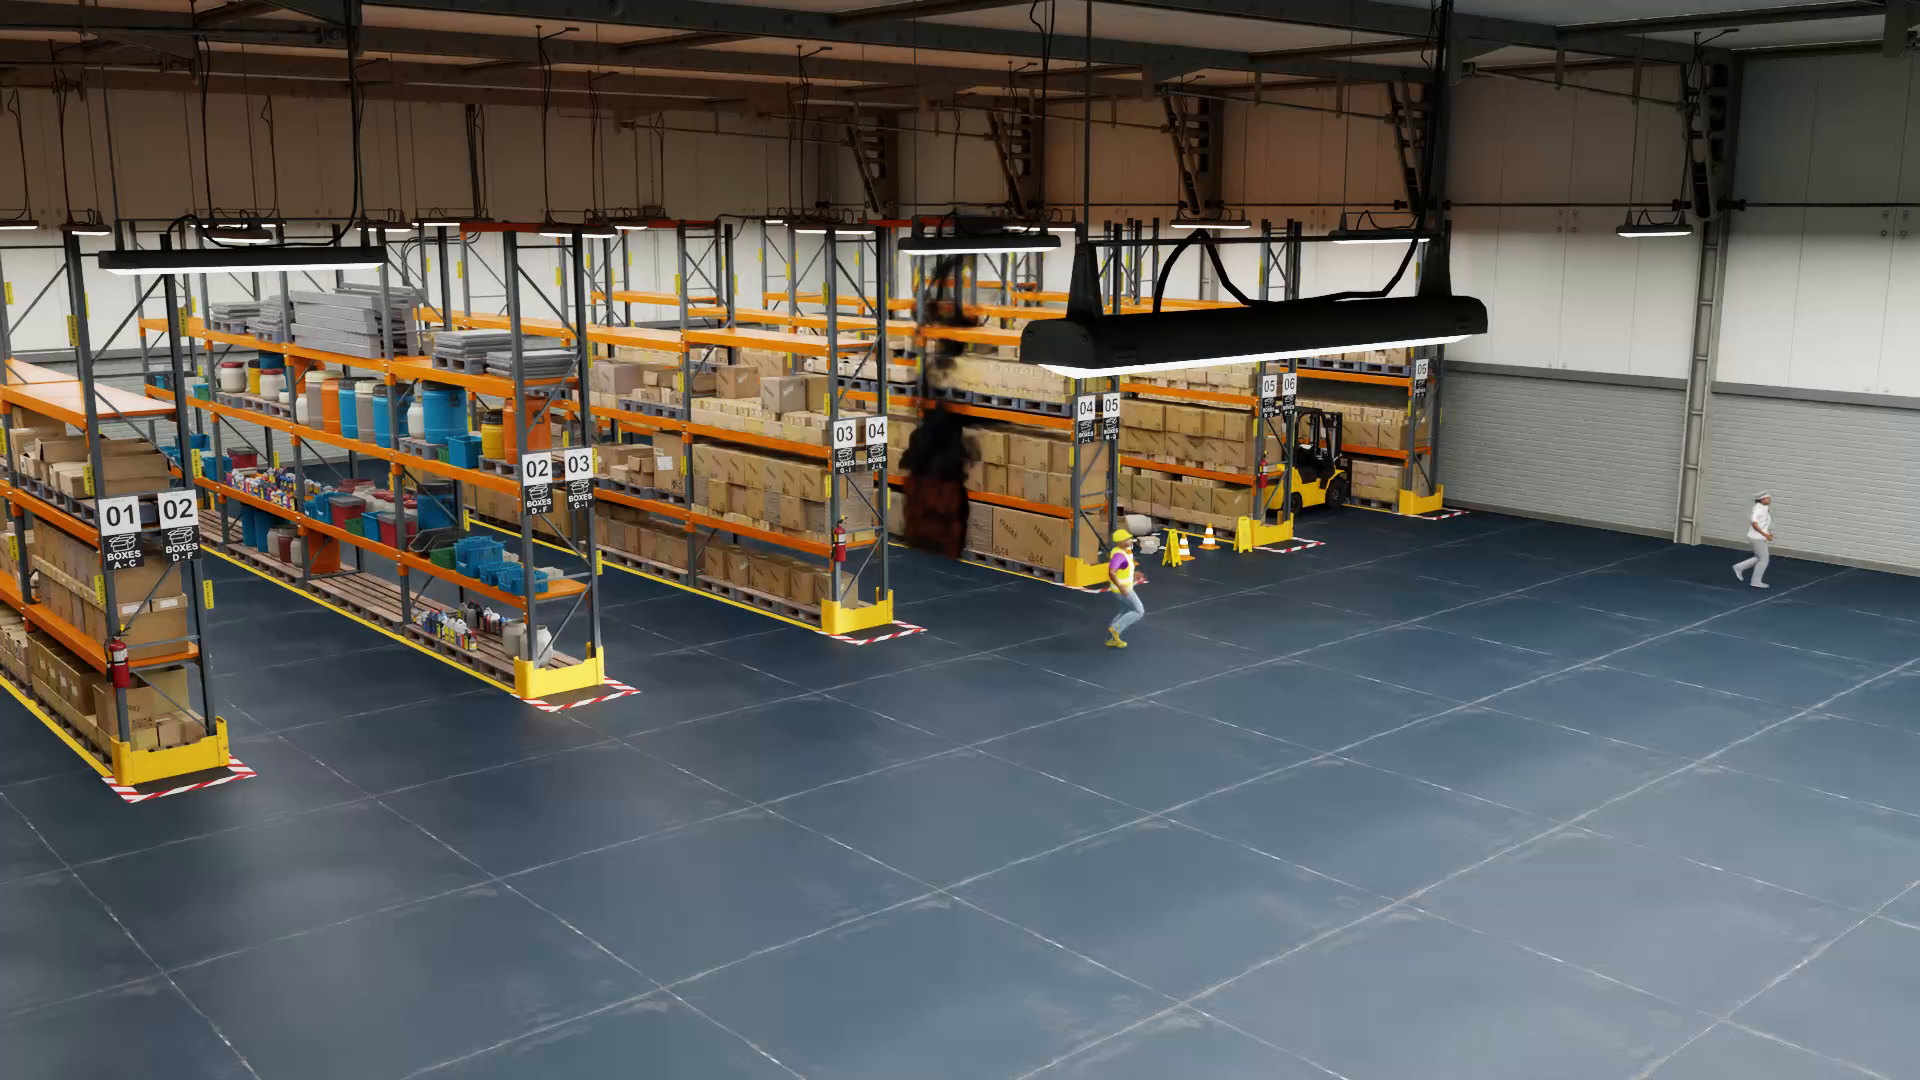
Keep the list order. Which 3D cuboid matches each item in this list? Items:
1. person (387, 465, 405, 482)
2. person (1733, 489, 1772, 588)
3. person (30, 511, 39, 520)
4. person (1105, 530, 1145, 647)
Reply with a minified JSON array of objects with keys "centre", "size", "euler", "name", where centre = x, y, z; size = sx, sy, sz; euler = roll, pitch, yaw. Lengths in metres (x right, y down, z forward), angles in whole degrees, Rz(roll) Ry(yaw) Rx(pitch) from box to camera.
[{"centre":[-12.753,-2.010,37.853],"size":[0.659,1.605,0.536],"euler":[-3,12,-16],"name":"person"},{"centre":[13.316,-0.035,27.848],"size":[0.566,1.668,0.599],"euler":[5,13,24],"name":"person"},{"centre":[-17.106,-0.698,30.608],"size":[0.968,1.792,0.665],"euler":[10,15,41],"name":"person"},{"centre":[2.389,0.701,23.996],"size":[0.607,1.724,0.692],"euler":[-1,11,-4],"name":"person"}]
